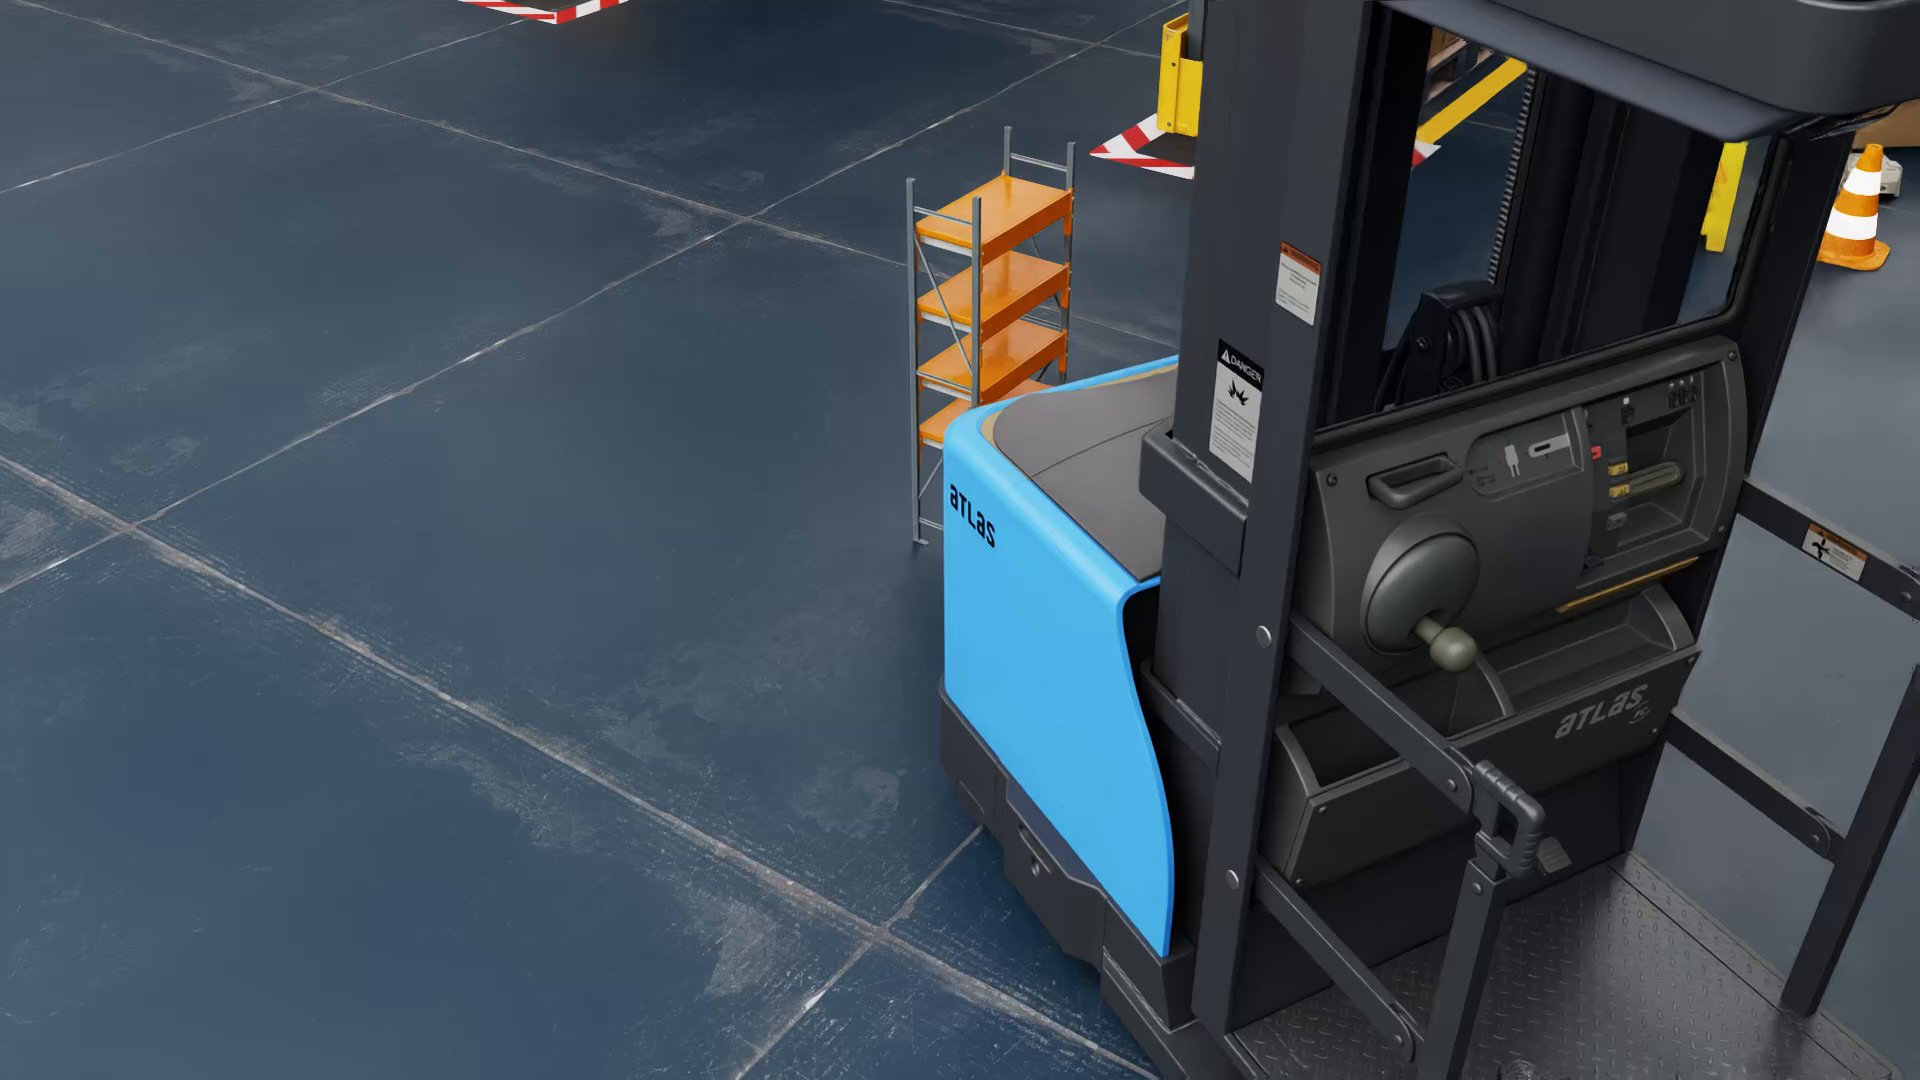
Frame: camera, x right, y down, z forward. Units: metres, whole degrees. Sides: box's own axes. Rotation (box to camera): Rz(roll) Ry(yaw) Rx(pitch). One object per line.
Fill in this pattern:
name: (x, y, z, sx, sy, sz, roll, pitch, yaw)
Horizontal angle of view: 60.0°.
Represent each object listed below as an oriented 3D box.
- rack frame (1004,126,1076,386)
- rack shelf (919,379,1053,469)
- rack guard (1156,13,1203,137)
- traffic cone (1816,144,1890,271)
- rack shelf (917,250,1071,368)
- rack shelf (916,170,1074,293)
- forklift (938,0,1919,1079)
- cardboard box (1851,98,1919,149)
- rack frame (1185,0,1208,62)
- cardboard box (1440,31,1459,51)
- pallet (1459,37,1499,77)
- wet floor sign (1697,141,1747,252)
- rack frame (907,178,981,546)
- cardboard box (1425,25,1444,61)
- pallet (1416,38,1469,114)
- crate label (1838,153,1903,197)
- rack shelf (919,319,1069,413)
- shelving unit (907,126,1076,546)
rack frame: (0.234, -0.685, 5.193, 0.240, 1.200, 0.015, 21, 39, 28)
rack shelf: (0.094, -0.353, 5.175, 0.258, 0.148, 0.480, 21, 39, 28)
rack guard: (1.533, -2.151, 7.985, 1.175, 0.500, 0.348, 21, 39, 28)
traffic cone: (3.750, -1.421, 6.937, 0.336, 0.463, 0.334, 21, 39, 28)
rack shelf: (0.094, -0.703, 4.939, 0.258, 0.148, 0.480, 21, 39, 28)
rack shelf: (0.094, -0.899, 4.806, 0.258, 0.148, 0.480, 21, 39, 28)
forklift: (1.079, -0.004, 2.640, 1.130, 2.935, 3.031, -16, 37, -23)
cardboard box: (4.592, -2.246, 8.122, 0.797, 0.503, 0.637, -3, 34, -4)
rack frame: (1.547, -3.198, 7.301, 1.000, 3.000, 0.127, 21, 39, 28)
cardboard box: (2.379, -3.231, 8.871, 0.875, 0.875, 0.875, 21, 39, 27)
pallet: (2.634, -2.995, 9.490, 1.003, 0.211, 1.213, 21, 39, 28)
wet floor sign: (3.157, -1.577, 7.006, 0.267, 0.644, 0.232, 14, 37, 20)
rack frame: (-0.045, -0.461, 4.860, 0.240, 1.200, 0.015, 21, 39, 28)
cardboard box: (1.879, -2.825, 8.271, 0.875, 0.875, 0.875, 21, 40, 28)
pallet: (1.938, -2.436, 8.663, 1.003, 0.211, 1.213, 21, 39, 28)
crate label: (4.148, -1.667, 7.593, 0.250, 0.136, 0.298, 3, 34, 4)
rack shelf: (0.094, -0.517, 5.064, 0.258, 0.148, 0.480, 21, 39, 28)
shelving unit: (0.094, -0.573, 5.027, 0.258, 1.200, 0.503, 21, 39, 28)
